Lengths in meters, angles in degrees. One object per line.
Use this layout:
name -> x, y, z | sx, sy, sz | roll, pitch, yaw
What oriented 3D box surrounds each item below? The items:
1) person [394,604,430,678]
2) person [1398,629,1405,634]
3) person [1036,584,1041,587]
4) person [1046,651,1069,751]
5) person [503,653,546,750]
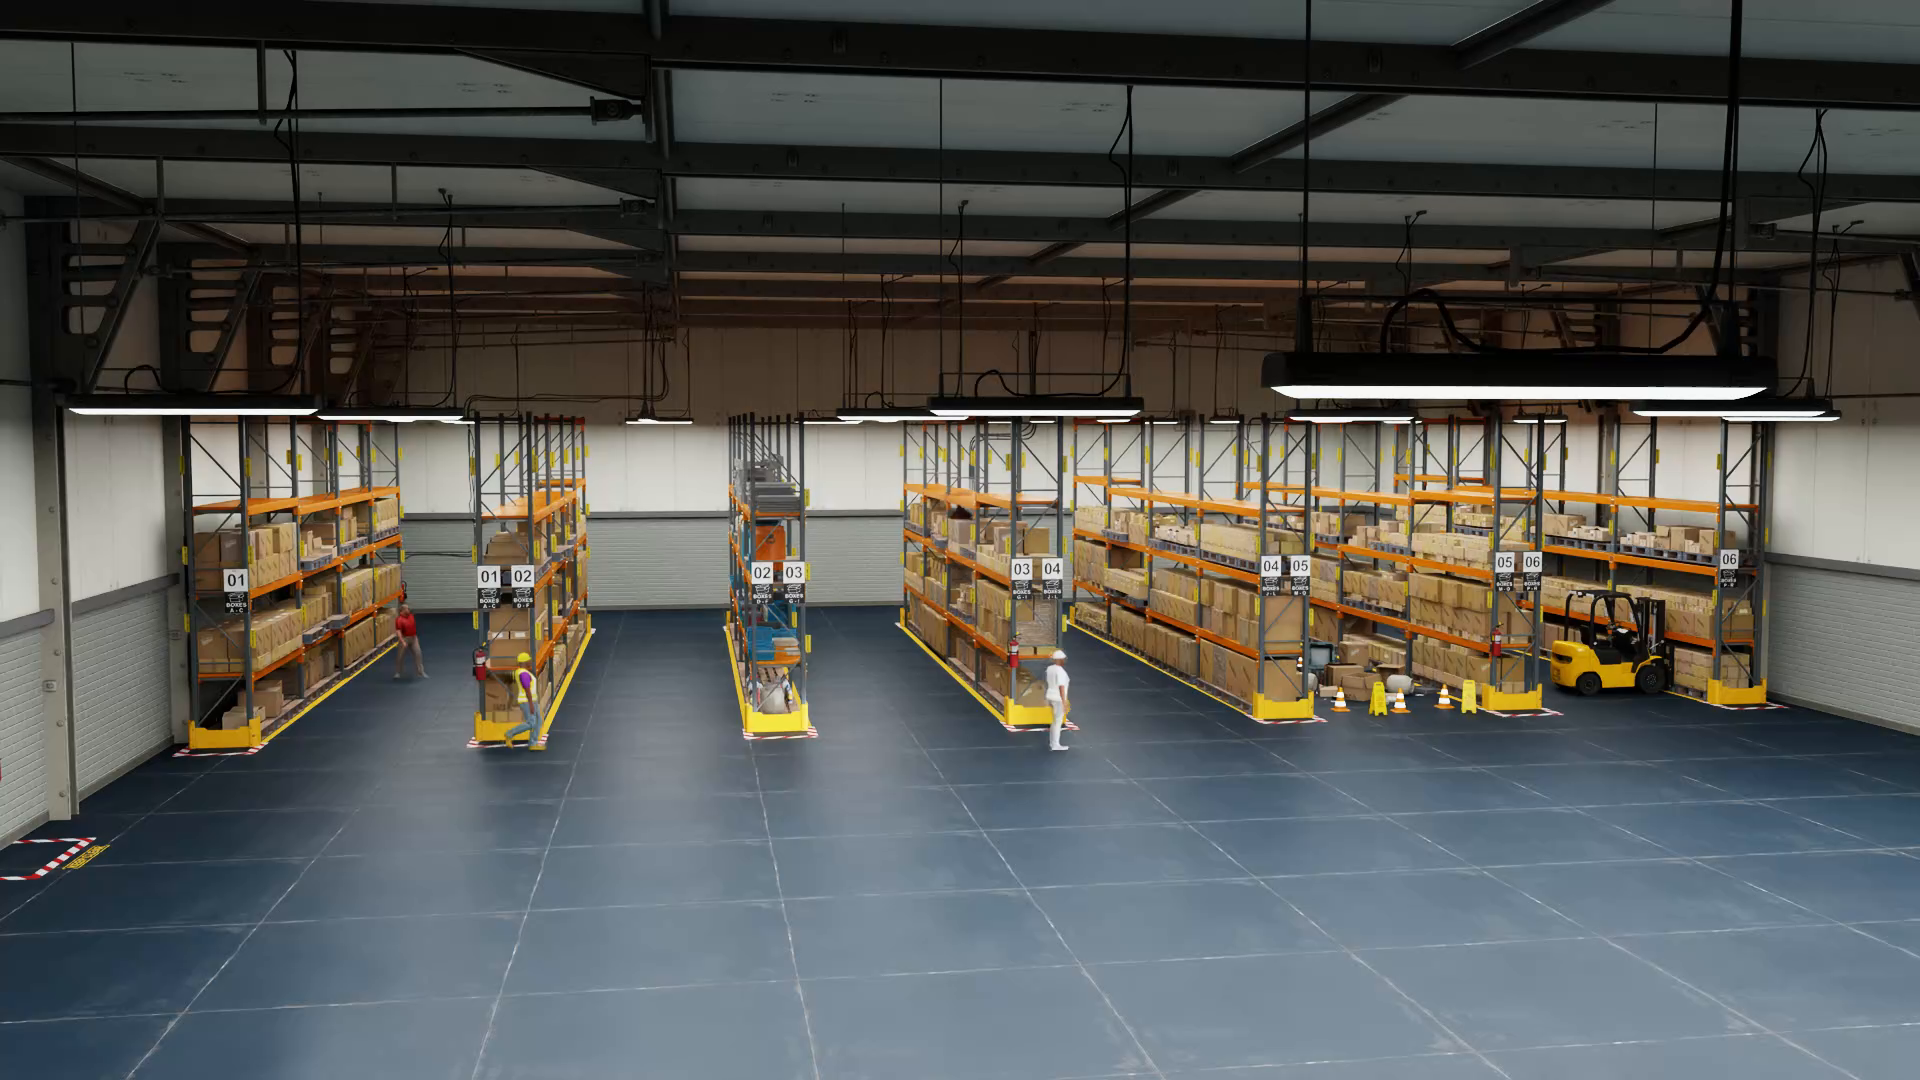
person -> -12.561, 2.329, 37.908 | 0.651, 1.760, 0.707 | 3, 5, 41
person -> 12.397, 1.788, 46.124 | 0.439, 1.691, 0.551 | 1, 4, 13
person -> 2.129, 1.595, 48.261 | 0.401, 1.748, 0.594 | 1, 4, 18
person -> 1.756, 2.857, 29.487 | 0.407, 1.798, 0.672 | -1, 4, -19
person -> -7.664, 2.852, 29.359 | 0.712, 1.730, 0.585 | 0, 4, 2
